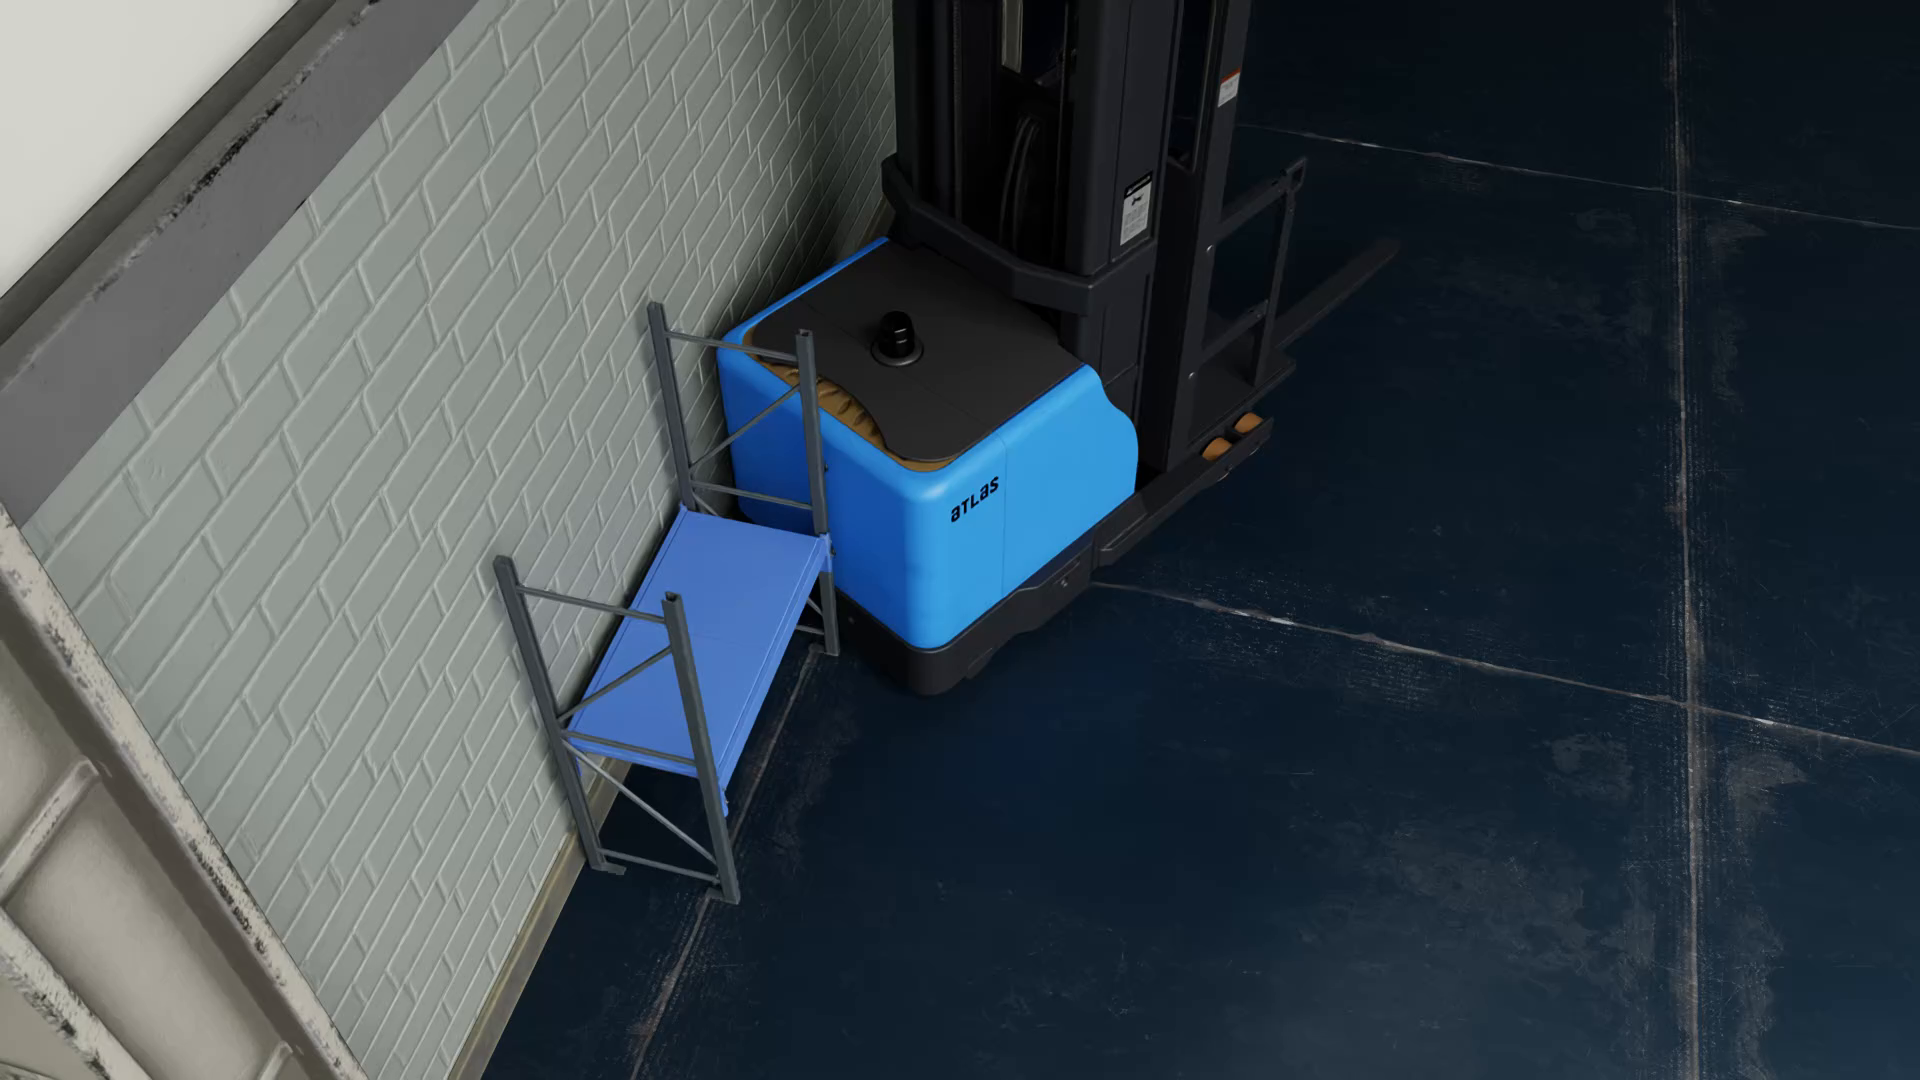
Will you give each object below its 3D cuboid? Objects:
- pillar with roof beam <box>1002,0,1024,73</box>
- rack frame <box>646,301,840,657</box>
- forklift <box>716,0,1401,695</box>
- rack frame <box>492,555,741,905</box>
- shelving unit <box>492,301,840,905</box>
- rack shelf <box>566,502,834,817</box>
[{"bbox_3d":[4.264,-4.379,4.113,9.100,9.000,0.400,12,50,10],"label":"pillar with roof beam"},{"bbox_3d":[-0.669,-0.142,5.375,0.500,1.500,0.032,12,50,10],"label":"rack frame"},{"bbox_3d":[0.578,-1.445,5.570,1.130,2.935,3.031,36,58,28],"label":"forklift"},{"bbox_3d":[-0.937,0.593,4.726,0.500,1.500,0.032,12,50,10],"label":"rack frame"},{"bbox_3d":[-0.803,0.226,5.051,0.538,1.500,1.048,12,50,10],"label":"shelving unit"},{"bbox_3d":[-0.803,0.345,5.185,0.538,0.185,1.000,12,50,10],"label":"rack shelf"}]
